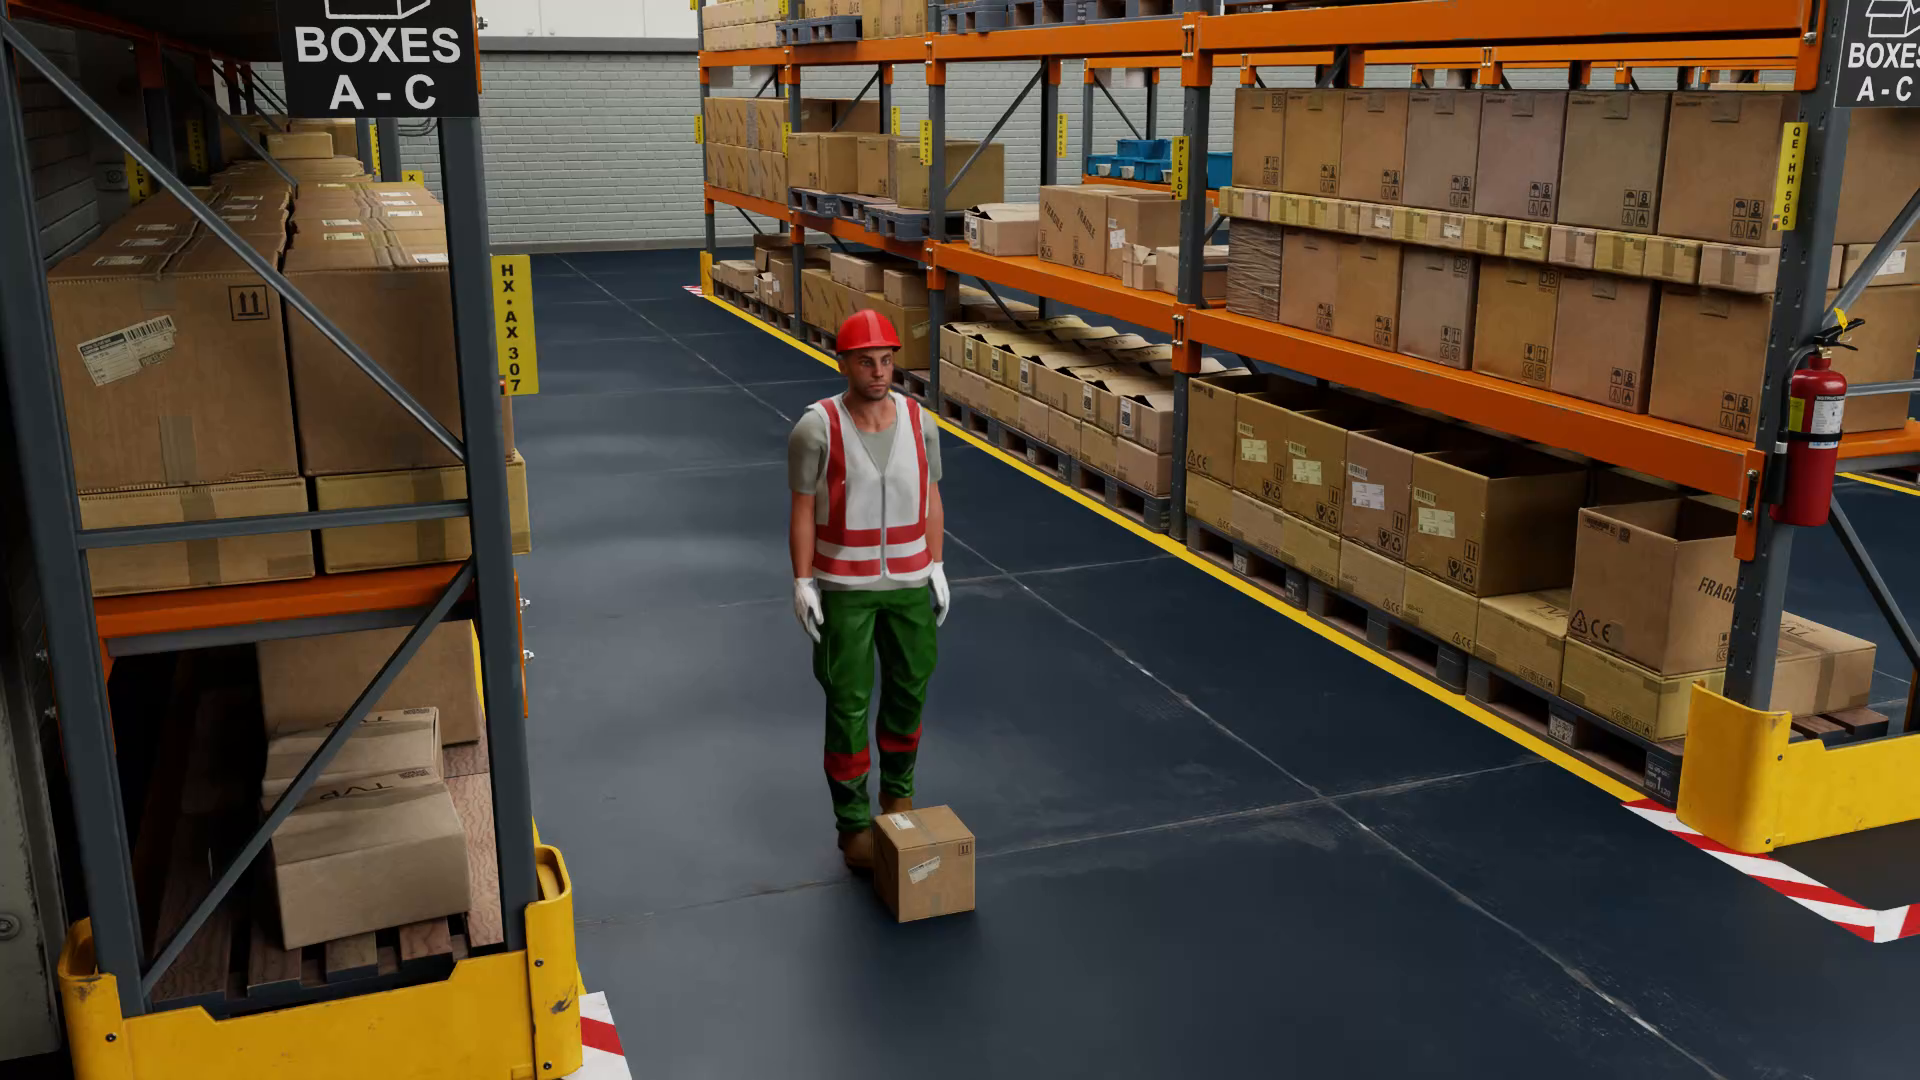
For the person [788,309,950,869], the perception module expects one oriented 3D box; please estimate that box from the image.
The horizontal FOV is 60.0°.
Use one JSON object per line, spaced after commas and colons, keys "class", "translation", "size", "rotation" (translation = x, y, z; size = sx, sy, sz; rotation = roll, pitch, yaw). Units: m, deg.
{"class": "person", "translation": [-0.276, 0.162, 5.415], "size": [0.538, 1.814, 0.538], "rotation": [-6, 16, -20]}
